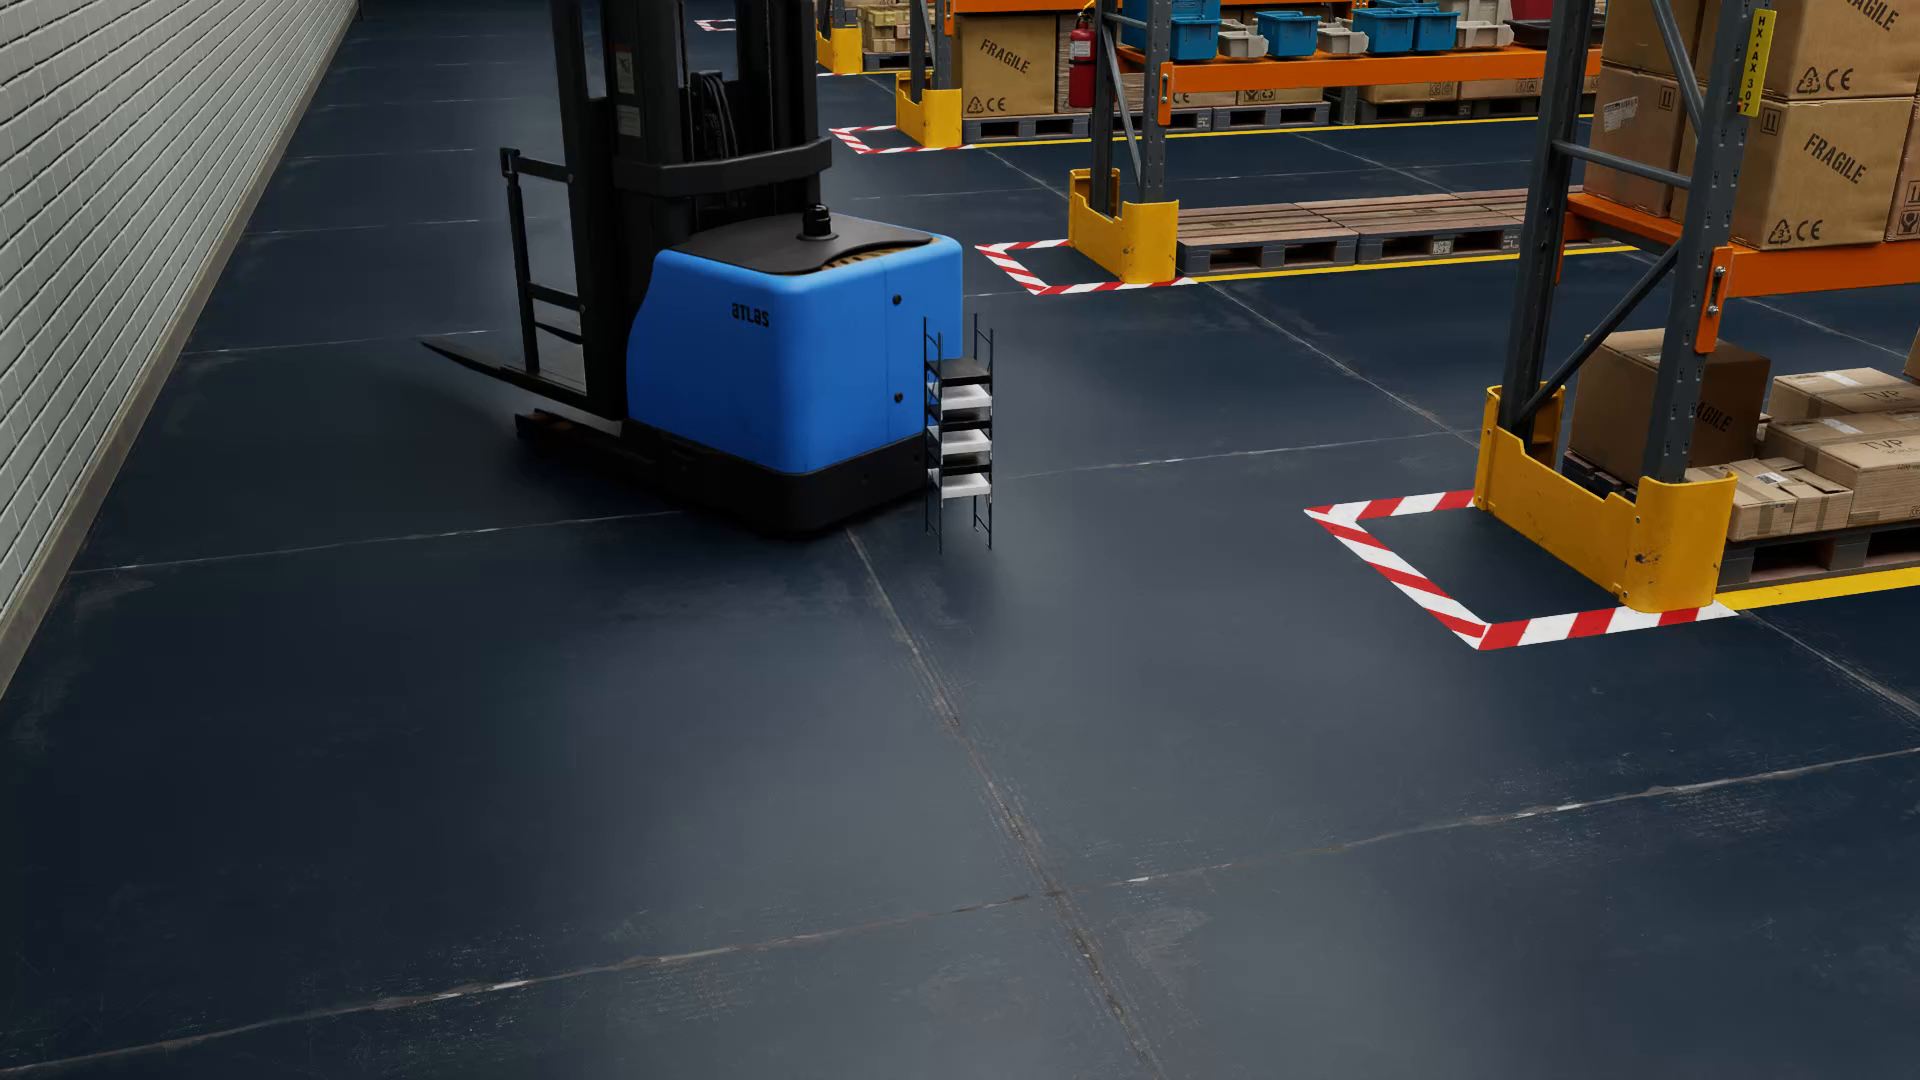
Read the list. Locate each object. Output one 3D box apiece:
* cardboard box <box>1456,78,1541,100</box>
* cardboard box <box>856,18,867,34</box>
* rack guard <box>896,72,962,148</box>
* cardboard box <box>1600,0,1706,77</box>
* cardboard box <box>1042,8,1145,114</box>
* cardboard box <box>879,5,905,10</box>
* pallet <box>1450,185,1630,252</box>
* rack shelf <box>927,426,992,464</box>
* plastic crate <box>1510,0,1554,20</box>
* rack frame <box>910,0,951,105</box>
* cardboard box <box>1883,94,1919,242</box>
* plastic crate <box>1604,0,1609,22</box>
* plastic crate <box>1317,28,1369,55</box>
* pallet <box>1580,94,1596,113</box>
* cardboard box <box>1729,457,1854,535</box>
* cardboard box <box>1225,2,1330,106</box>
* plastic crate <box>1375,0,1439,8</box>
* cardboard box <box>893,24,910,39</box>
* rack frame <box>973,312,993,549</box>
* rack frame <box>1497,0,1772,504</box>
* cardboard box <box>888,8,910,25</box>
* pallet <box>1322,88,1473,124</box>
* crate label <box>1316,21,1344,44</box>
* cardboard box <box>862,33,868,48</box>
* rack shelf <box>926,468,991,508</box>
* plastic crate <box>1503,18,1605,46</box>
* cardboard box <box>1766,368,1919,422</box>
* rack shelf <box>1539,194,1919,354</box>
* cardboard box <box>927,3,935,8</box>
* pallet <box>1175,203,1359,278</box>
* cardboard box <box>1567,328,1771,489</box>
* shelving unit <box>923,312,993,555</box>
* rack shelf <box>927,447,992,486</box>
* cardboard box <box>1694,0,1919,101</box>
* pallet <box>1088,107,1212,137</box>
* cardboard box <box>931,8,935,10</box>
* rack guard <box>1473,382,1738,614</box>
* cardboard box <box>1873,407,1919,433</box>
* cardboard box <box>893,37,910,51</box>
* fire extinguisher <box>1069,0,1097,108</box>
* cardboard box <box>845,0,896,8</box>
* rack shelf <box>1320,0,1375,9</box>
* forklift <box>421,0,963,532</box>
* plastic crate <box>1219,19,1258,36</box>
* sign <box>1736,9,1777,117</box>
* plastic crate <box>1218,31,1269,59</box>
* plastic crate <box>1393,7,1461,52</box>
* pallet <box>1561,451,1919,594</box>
[{"bbox_3d":[5.052,-4.912,16.473,0.875,0.875,1.225,-7,24,-16],"label":"cardboard box"},{"bbox_3d":[-1.082,-6.176,19.963,0.250,0.149,0.380,-7,24,-16],"label":"cardboard box"},{"bbox_3d":[-0.294,-3.947,15.232,0.348,0.500,1.175,-6,24,-14],"label":"rack guard"},{"bbox_3d":[2.756,-1.994,6.116,0.500,0.500,0.500,-7,24,-15],"label":"cardboard box"},{"bbox_3d":[1.200,-4.510,15.537,0.875,0.875,0.875,-6,24,-14],"label":"cardboard box"},{"bbox_3d":[-0.814,-6.306,19.888,0.250,0.149,0.380,-6,24,-13],"label":"cardboard box"},{"bbox_3d":[4.221,-2.269,11.688,1.213,0.211,1.003,-6,24,-14],"label":"pallet"},{"bbox_3d":[-0.008,-0.382,6.502,0.200,0.077,0.258,-6,24,-14],"label":"rack shelf"},{"bbox_3d":[3.991,-3.701,11.331,0.583,0.464,0.402,-6,24,-14],"label":"plastic crate"},{"bbox_3d":[-0.271,-5.098,14.745,0.127,3.000,1.000,-6,24,-14],"label":"rack frame"},{"bbox_3d":[3.395,-1.387,5.969,0.500,0.500,0.500,-7,24,-15],"label":"cardboard box"},{"bbox_3d":[4.561,-3.485,10.929,0.575,0.384,0.392,-6,24,-14],"label":"plastic crate"},{"bbox_3d":[2.378,-3.100,10.347,0.298,0.136,0.250,-6,24,-14],"label":"plastic crate"},{"bbox_3d":[6.653,-4.613,17.152,1.213,0.211,1.003,-6,24,-14],"label":"pallet"},{"bbox_3d":[3.138,-0.177,6.313,0.250,0.166,0.380,-6,24,-14],"label":"cardboard box"},{"bbox_3d":[2.924,-4.701,15.981,0.875,0.875,0.875,-6,24,-14],"label":"cardboard box"},{"bbox_3d":[2.975,-3.484,11.120,0.300,0.233,0.416,-6,24,-14],"label":"plastic crate"},{"bbox_3d":[-0.660,-5.977,19.500,0.250,0.149,0.380,-6,24,-15],"label":"cardboard box"},{"bbox_3d":[0.090,-0.424,6.514,0.006,0.900,0.240,-6,24,-14],"label":"rack frame"},{"bbox_3d":[2.402,-1.337,5.979,0.127,3.000,1.000,-6,24,-14],"label":"rack frame"},{"bbox_3d":[-0.684,-6.150,19.525,0.250,0.149,0.380,-6,24,-13],"label":"cardboard box"},{"bbox_3d":[4.303,-4.353,16.546,1.213,0.211,1.003,-6,24,-14],"label":"pallet"},{"bbox_3d":[2.348,-3.344,10.915,0.243,0.136,0.396,-6,24,-14],"label":"crate label"},{"bbox_3d":[-1.063,-6.010,19.953,0.250,0.149,0.380,-6,24,-13],"label":"cardboard box"},{"bbox_3d":[-0.008,-0.217,6.573,0.200,0.077,0.258,-6,24,-14],"label":"rack shelf"},{"bbox_3d":[3.913,-3.324,10.882,0.590,0.125,0.437,-6,24,-14],"label":"plastic crate"},{"bbox_3d":[3.781,-0.516,6.996,0.500,0.250,0.500,-6,24,-14],"label":"cardboard box"},{"bbox_3d":[4.327,-1.219,6.617,4.000,0.370,1.077,-6,24,-14],"label":"rack shelf"},{"bbox_3d":[-0.333,-6.385,20.073,0.250,0.149,0.380,-7,24,-16],"label":"cardboard box"},{"bbox_3d":[1.872,-2.009,11.083,1.213,0.211,1.003,-6,24,-14],"label":"pallet"},{"bbox_3d":[2.859,-0.541,6.738,0.500,0.500,0.500,-6,24,-14],"label":"cardboard box"},{"bbox_3d":[-0.008,-0.413,6.488,0.210,0.900,0.258,-6,24,-14],"label":"shelving unit"},{"bbox_3d":[-0.008,-0.299,6.537,0.200,0.077,0.258,-6,24,-14],"label":"rack shelf"},{"bbox_3d":[2.900,-1.789,5.639,0.500,0.500,0.500,-6,24,-13],"label":"cardboard box"},{"bbox_3d":[1.651,-4.060,15.862,1.213,0.211,1.003,-6,24,-14],"label":"pallet"},{"bbox_3d":[-0.190,-6.186,19.609,0.250,0.149,0.380,-8,24,-17],"label":"cardboard box"},{"bbox_3d":[2.475,-0.196,6.490,0.348,0.500,1.175,-6,24,-14],"label":"rack guard"},{"bbox_3d":[3.965,-0.332,6.566,0.500,0.250,0.500,-6,24,-14],"label":"cardboard box"},{"bbox_3d":[-0.692,-5.868,19.622,0.250,0.149,0.380,-6,24,-15],"label":"cardboard box"},{"bbox_3d":[0.799,-3.167,10.816,0.183,0.674,0.296,-6,24,-14],"label":"fire extinguisher"},{"bbox_3d":[-1.460,-8.085,24.423,0.875,0.438,0.875,-6,24,-13],"label":"cardboard box"},{"bbox_3d":[5.506,-5.406,16.376,4.000,0.370,1.077,-6,24,-14],"label":"rack shelf"},{"bbox_3d":[-1.402,-1.851,7.264,3.031,2.935,1.130,20,30,38],"label":"forklift"},{"bbox_3d":[1.804,-3.280,10.765,0.243,0.136,0.396,-6,24,-14],"label":"plastic crate"},{"bbox_3d":[2.548,-1.528,5.328,0.005,0.325,0.100,-6,24,-14],"label":"sign"},{"bbox_3d":[1.725,-3.028,10.179,0.298,0.136,0.250,-6,24,-14],"label":"plastic crate"},{"bbox_3d":[2.951,-3.242,10.555,0.300,0.233,0.416,-6,24,-14],"label":"plastic crate"},{"bbox_3d":[3.242,-0.148,6.746,1.213,0.211,1.003,-6,24,-14],"label":"pallet"}]
